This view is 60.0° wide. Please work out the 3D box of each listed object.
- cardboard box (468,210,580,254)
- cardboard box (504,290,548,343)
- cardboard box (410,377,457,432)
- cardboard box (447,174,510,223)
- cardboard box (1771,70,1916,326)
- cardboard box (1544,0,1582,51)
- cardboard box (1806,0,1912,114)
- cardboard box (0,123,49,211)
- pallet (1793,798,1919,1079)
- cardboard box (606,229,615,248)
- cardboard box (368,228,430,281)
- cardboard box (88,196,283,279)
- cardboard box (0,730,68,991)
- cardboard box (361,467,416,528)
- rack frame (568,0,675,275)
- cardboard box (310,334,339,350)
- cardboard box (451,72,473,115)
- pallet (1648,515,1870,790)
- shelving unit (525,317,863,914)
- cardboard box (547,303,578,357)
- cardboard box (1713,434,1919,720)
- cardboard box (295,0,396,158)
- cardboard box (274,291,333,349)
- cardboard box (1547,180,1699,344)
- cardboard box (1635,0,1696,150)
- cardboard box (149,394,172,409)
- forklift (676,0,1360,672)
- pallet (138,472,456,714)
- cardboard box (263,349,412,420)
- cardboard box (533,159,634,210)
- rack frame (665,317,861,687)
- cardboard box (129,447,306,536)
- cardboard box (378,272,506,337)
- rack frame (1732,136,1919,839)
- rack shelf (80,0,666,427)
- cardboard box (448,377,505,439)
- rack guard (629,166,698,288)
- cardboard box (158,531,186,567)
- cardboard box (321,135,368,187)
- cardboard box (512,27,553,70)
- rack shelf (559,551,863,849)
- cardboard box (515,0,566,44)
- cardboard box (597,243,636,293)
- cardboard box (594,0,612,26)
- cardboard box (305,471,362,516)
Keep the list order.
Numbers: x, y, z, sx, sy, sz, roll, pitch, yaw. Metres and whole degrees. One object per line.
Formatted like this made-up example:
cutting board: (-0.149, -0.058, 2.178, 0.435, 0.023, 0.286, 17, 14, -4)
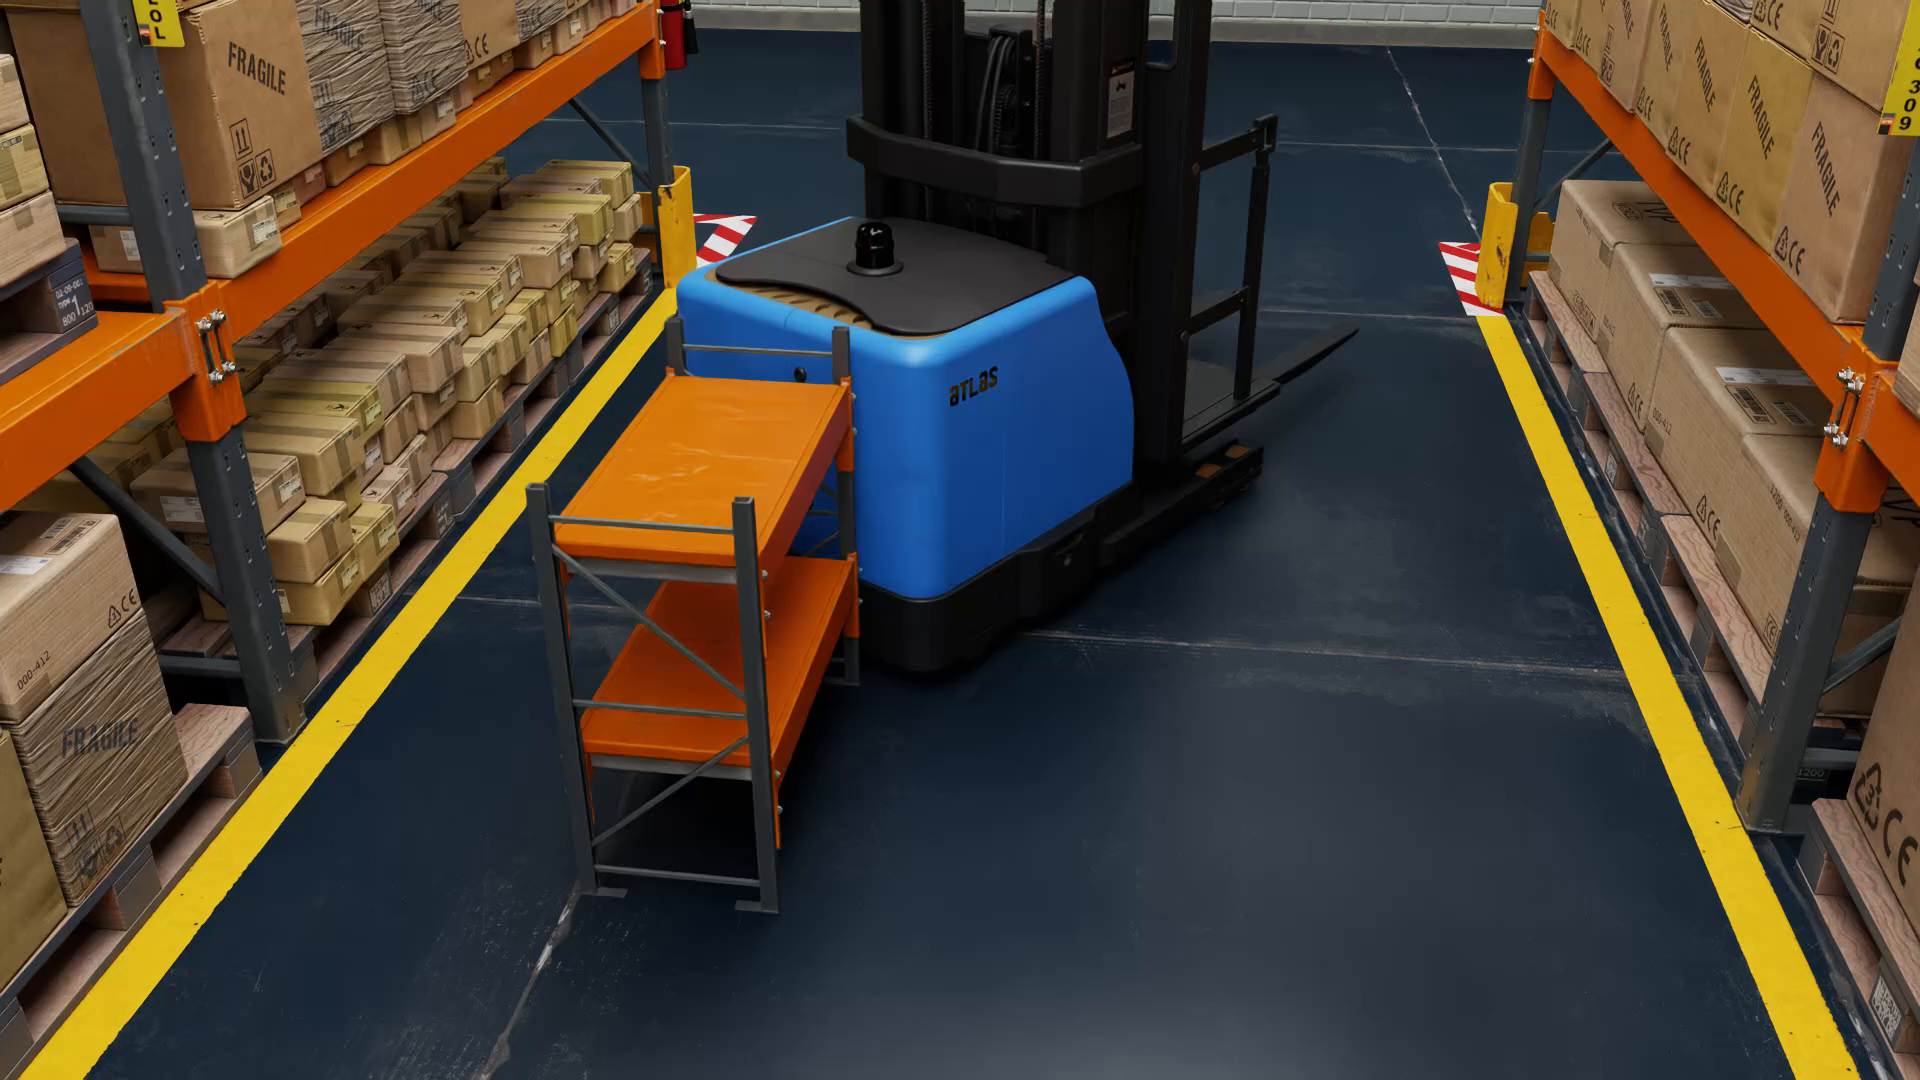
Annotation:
cardboard box: (-1.787, -1.244, 6.832, 0.380, 0.149, 0.250, 2, 28, 4)
cardboard box: (-1.829, -0.865, 6.443, 0.380, 0.149, 0.250, 5, 29, 9)
cardboard box: (-1.984, -0.504, 5.773, 0.380, 0.149, 0.250, 5, 29, 9)
cardboard box: (-2.201, -1.506, 7.319, 0.380, 0.149, 0.250, 4, 29, 7)
cardboard box: (2.353, -0.832, 4.027, 0.500, 0.500, 0.500, 4, 29, 7)
cardboard box: (2.696, -2.273, 6.701, 0.500, 0.500, 0.500, 3, 28, 6)
cardboard box: (2.334, -1.278, 3.799, 0.500, 0.500, 0.500, 3, 28, 6)
cardboard box: (-2.228, -0.802, 3.584, 0.380, 0.149, 0.250, 4, 29, 8)
pallet: (2.530, 1.040, 3.597, 1.003, 0.211, 1.213, 3, 28, 6)
cardboard box: (-1.752, -1.354, 7.350, 0.380, 0.149, 0.250, 3, 28, 5)
cardboard box: (-2.350, -1.144, 6.646, 0.380, 0.149, 0.250, 4, 29, 8)
cardboard box: (-2.016, -0.799, 4.336, 0.380, 0.149, 0.250, 4, 29, 8)
cardboard box: (-2.279, 0.725, 3.435, 0.500, 0.500, 0.500, 3, 28, 5)
cardboard box: (-2.000, -0.123, 5.379, 0.380, 0.149, 0.250, 3, 28, 6)
rack frame: (-1.885, -2.678, 7.559, 1.000, 3.000, 0.127, 3, 28, 6)
cardboard box: (-2.423, -0.637, 6.018, 0.380, 0.149, 0.250, 2, 28, 4)
cardboard box: (-1.916, -1.551, 5.731, 0.380, 0.149, 0.250, 4, 29, 8)
pallet: (2.721, 0.319, 4.935, 1.003, 0.211, 1.213, 3, 28, 6)
shelving unit: (-0.617, 0.155, 4.276, 0.538, 1.125, 1.048, 4, 29, 7)
cardboard box: (-1.778, -0.861, 6.749, 0.380, 0.149, 0.250, 2, 28, 4)
cardboard box: (2.733, 0.098, 4.663, 0.875, 0.438, 0.875, 3, 28, 5)
cardboard box: (-2.011, -1.422, 4.808, 0.500, 0.500, 0.500, 3, 28, 6)
cardboard box: (-2.503, -0.788, 5.986, 0.380, 0.149, 0.250, 2, 28, 4)
cardboard box: (3.058, -1.179, 7.034, 0.875, 0.438, 0.875, 2, 28, 4)
cardboard box: (2.537, -1.558, 5.374, 0.500, 0.500, 0.500, 4, 29, 8)
cardboard box: (-2.575, -0.410, 5.284, 0.380, 0.149, 0.250, 3, 28, 6)
forklift: (0.455, -1.533, 5.504, 1.130, 2.935, 3.031, 21, 35, 34)
pallet: (-2.328, 0.114, 5.316, 1.003, 0.211, 1.213, 3, 28, 6)
cardboard box: (-2.043, -0.509, 5.469, 0.380, 0.149, 0.250, 3, 28, 5)
cardboard box: (-1.698, -1.606, 7.504, 0.380, 0.149, 0.250, 4, 29, 7)
rack frame: (-0.545, -0.084, 4.719, 0.500, 1.125, 0.032, 4, 29, 7)
cardboard box: (-2.127, -0.137, 4.778, 0.380, 0.149, 0.250, 4, 29, 8)
cardboard box: (-1.911, -0.871, 6.141, 0.380, 0.149, 0.250, 3, 29, 6)
rack frame: (2.550, -0.555, 3.618, 1.000, 3.000, 0.127, 3, 28, 6)
rack shelf: (-2.130, -1.420, 5.982, 1.077, 0.370, 4.000, 3, 28, 6)
cardboard box: (-1.893, -0.491, 6.062, 0.380, 0.149, 0.250, 3, 28, 5)
rack guard: (-1.894, -1.542, 8.085, 1.175, 0.500, 0.348, 3, 28, 6)
cardboard box: (-2.550, -0.047, 5.238, 0.380, 0.149, 0.250, 4, 29, 8)
cardboard box: (-2.038, -1.181, 5.045, 0.380, 0.149, 0.250, 2, 28, 4)
cardboard box: (-1.798, -1.920, 6.416, 0.380, 0.149, 0.250, 2, 28, 4)
rack shelf: (-0.617, 0.370, 4.392, 0.538, 0.278, 1.000, 4, 29, 7)
cardboard box: (-1.806, -2.145, 6.151, 0.500, 0.500, 0.500, 3, 29, 6)
cardboard box: (-1.674, -1.221, 7.417, 0.380, 0.149, 0.250, 4, 29, 8)
cardboard box: (-1.712, -2.283, 7.090, 0.380, 0.149, 0.250, 3, 28, 6)
cardboard box: (-2.071, -0.133, 5.083, 0.380, 0.149, 0.250, 4, 29, 7)
